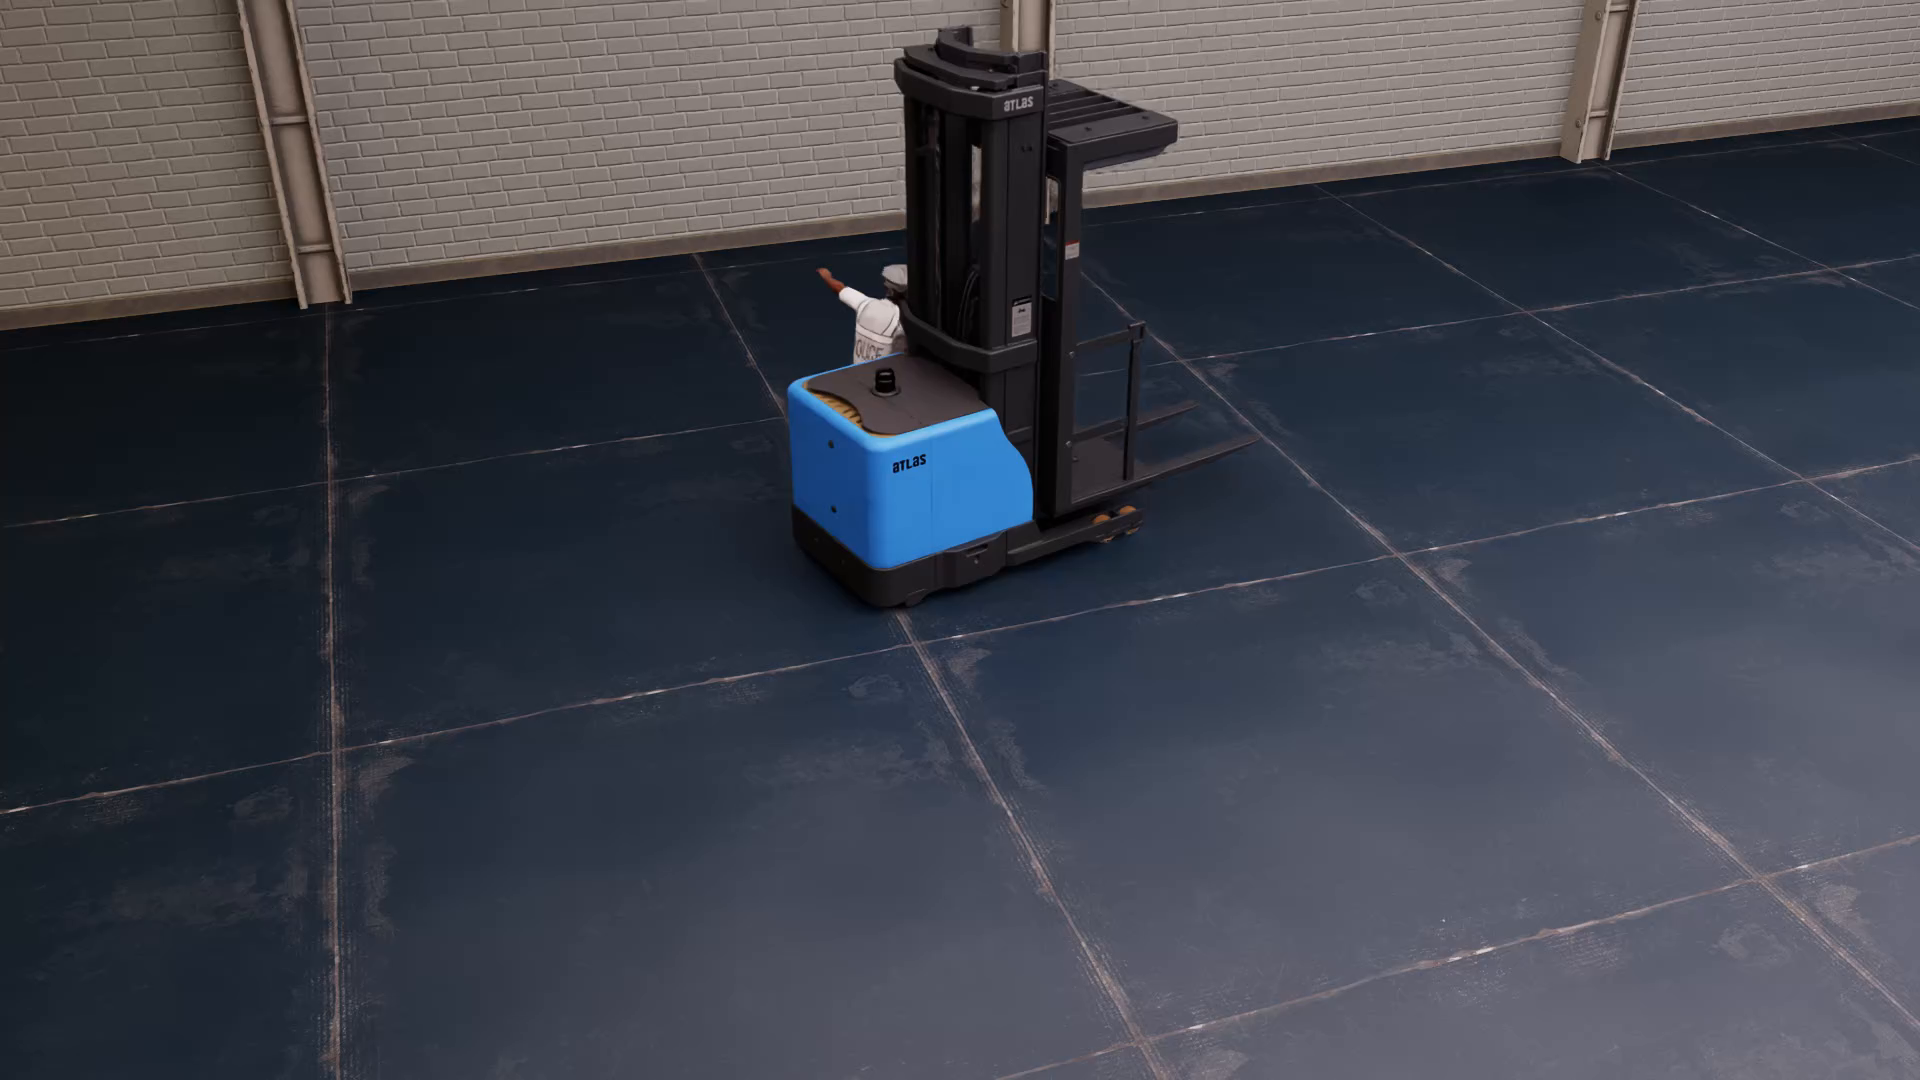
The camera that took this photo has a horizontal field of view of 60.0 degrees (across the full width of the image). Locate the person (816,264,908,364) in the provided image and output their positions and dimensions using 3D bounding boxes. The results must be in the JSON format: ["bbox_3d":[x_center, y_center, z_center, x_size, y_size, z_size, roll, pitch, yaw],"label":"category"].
[{"bbox_3d":[-0.389,-1.109,10.511,0.726,1.322,1.501,-25,38,-36],"label":"person"}]

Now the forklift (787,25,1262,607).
[{"bbox_3d":[0.508,-1.453,9.613,3.031,2.935,1.130,-19,35,-29],"label":"forklift"}]
